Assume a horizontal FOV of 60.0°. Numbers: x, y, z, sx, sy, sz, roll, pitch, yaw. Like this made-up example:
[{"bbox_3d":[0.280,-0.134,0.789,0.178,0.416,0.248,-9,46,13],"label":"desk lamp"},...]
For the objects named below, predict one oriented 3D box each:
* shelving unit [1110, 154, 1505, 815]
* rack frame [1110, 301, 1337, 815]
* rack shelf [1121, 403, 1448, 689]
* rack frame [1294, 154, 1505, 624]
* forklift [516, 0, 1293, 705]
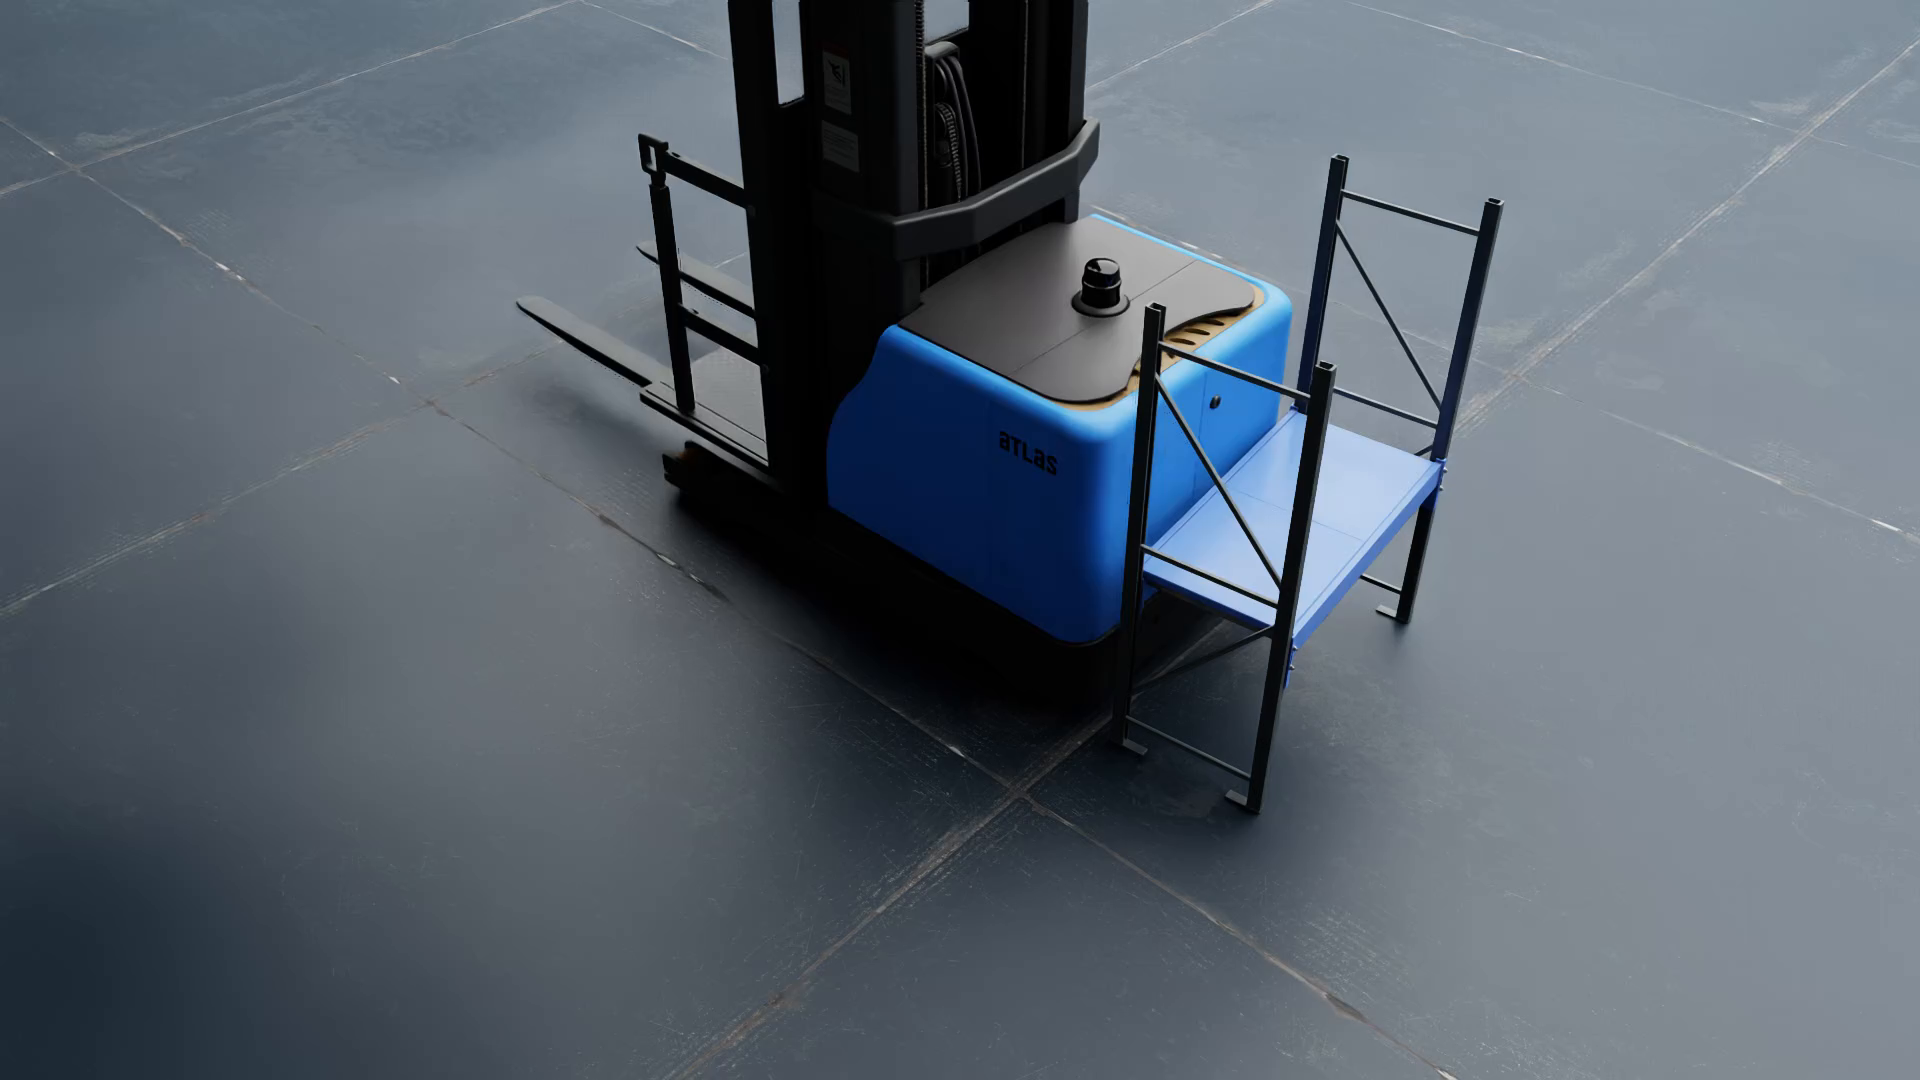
[{"bbox_3d":[0.961,-0.156,4.741,0.538,1.500,1.048,24,45,27],"label":"shelving unit"},{"bbox_3d":[0.663,0.100,4.419,0.500,1.500,0.032,24,45,27],"label":"rack frame"},{"bbox_3d":[0.961,-0.015,4.853,0.538,0.185,1.000,24,45,27],"label":"rack shelf"},{"bbox_3d":[1.260,-0.412,5.063,0.500,1.500,0.032,24,45,27],"label":"rack frame"},{"bbox_3d":[-0.417,-1.440,5.206,3.031,2.935,1.130,30,47,32],"label":"forklift"}]
